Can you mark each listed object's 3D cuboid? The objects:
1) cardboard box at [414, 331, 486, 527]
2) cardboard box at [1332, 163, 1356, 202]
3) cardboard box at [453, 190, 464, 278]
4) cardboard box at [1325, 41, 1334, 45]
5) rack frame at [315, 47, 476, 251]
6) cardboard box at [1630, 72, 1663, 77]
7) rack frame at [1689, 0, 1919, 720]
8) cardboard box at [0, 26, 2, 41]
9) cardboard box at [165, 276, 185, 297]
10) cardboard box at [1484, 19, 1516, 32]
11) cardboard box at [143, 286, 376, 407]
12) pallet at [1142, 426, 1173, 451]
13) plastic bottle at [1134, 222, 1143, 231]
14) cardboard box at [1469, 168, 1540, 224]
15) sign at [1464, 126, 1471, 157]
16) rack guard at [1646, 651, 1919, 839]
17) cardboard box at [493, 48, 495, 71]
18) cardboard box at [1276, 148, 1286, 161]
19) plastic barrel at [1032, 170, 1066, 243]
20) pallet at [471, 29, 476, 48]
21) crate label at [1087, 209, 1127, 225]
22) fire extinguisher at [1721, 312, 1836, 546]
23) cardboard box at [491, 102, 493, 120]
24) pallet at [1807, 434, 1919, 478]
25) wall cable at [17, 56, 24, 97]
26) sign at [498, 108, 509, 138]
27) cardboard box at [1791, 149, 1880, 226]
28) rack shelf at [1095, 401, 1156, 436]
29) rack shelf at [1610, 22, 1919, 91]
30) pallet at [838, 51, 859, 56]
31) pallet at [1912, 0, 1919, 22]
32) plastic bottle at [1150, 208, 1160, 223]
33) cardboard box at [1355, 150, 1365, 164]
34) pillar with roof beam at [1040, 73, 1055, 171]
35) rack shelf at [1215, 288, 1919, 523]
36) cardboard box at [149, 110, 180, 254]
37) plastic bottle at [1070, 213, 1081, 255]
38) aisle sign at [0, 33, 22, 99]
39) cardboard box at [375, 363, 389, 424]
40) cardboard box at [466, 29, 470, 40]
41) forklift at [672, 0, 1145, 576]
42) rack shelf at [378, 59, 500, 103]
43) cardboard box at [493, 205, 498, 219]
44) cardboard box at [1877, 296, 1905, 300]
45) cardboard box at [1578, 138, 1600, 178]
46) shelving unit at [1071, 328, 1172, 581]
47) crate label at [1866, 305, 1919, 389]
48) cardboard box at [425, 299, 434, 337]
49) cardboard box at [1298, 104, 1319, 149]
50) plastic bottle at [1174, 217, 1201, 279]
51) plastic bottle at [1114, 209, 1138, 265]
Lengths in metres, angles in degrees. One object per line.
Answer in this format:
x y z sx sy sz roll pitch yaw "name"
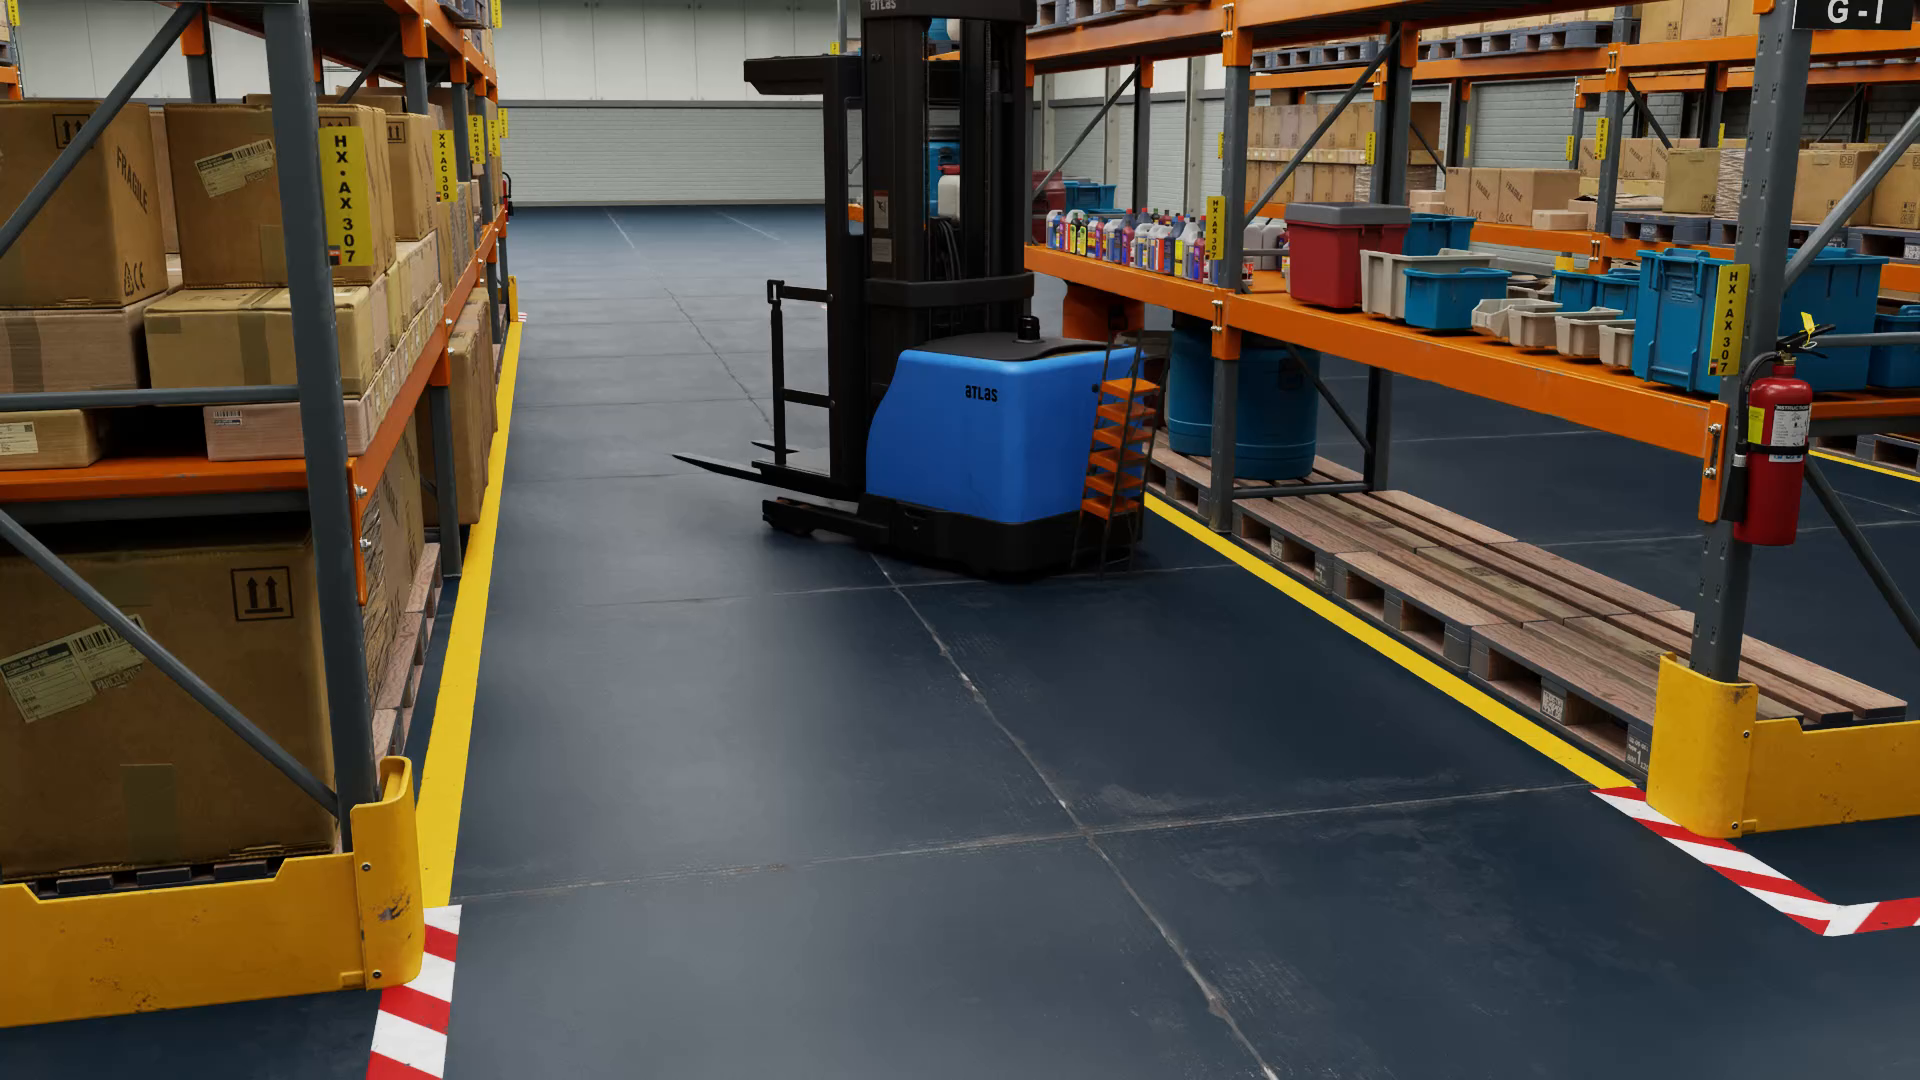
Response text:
-3.114 -0.571 8.537 1.225 0.875 0.875 -3 14 -13 "cardboard box"
4.567 -3.922 18.448 0.700 0.500 0.500 -3 14 -14 "cardboard box"
-3.171 -1.772 9.648 0.500 0.500 0.500 -3 14 -12 "cardboard box"
4.543 -5.816 18.694 0.797 0.503 0.637 -2 14 -7 "cardboard box"
-3.883 -2.176 11.512 1.000 3.000 0.127 -3 14 -13 "rack frame"
8.735 -6.028 20.708 0.500 0.500 0.500 -3 14 -11 "cardboard box"
2.810 -0.606 5.088 1.000 3.000 0.127 -3 14 -13 "rack frame"
-10.141 -5.240 17.167 0.380 0.149 0.250 -3 14 -13 "cardboard box"
-2.495 -0.616 4.816 0.500 0.250 0.500 -4 14 -14 "cardboard box"
5.197 -4.793 15.338 0.500 0.250 0.500 -5 14 -18 "cardboard box"
-1.855 -0.527 4.455 0.500 0.250 0.500 -4 14 -15 "cardboard box"
1.440 -0.637 11.088 1.003 0.211 1.213 -3 14 -13 "pallet"
1.147 -1.884 10.589 0.097 0.271 0.097 0 14 0 "plastic bottle"
5.213 -3.283 15.834 0.500 0.500 0.500 -3 14 -13 "cardboard box"
5.332 -4.206 17.550 0.100 0.325 0.005 -3 14 -13 "sign"
2.828 0.613 5.365 1.175 0.500 0.348 -3 14 -13 "rack guard"
-5.402 -5.308 18.330 0.500 0.250 0.500 -3 14 -12 "cardboard box"
3.995 -4.596 19.839 0.380 0.149 0.250 -4 14 -15 "cardboard box"
0.528 -2.608 12.995 0.600 0.536 0.708 -3 14 -13 "plastic barrel"
-4.535 -4.077 13.369 1.213 0.211 1.003 -3 14 -13 "pallet"
1.196 -2.488 13.145 0.303 0.233 0.416 -3 14 -13 "crate label"
2.404 -0.327 4.895 0.296 0.674 0.183 -3 14 -13 "fire extinguisher"
-5.045 -4.240 17.019 0.500 0.500 0.500 -3 14 -13 "cardboard box"
6.458 -0.635 11.082 1.003 0.211 1.213 -3 14 -13 "pallet"
-27.384 -12.060 45.874 3.097 2.526 0.112 -3 14 -13 "wall cable"
-5.218 -4.763 18.999 0.100 0.325 0.005 -3 14 -13 "sign"
6.211 -2.461 11.584 0.700 0.500 0.500 -7 16 -27 "cardboard box"
0.800 -0.588 7.963 0.258 0.103 0.180 -13 29 -43 "rack shelf"
6.216 -3.373 11.609 1.077 0.370 4.000 -3 14 -13 "rack shelf"
-0.849 -5.466 19.059 1.003 0.211 1.213 -3 14 -13 "pallet"
6.601 -3.324 10.289 1.213 0.211 1.003 -3 14 -13 "pallet"
1.441 -2.325 12.371 0.061 0.283 0.133 -3 14 -13 "plastic bottle"
4.479 -4.121 17.898 0.380 0.149 0.250 -4 14 -14 "cardboard box"
-1.543 -14.331 48.626 9.100 9.000 0.400 -3 14 -13 "pillar with roof beam"
2.340 -0.718 7.062 1.077 0.370 4.000 -3 14 -13 "rack shelf"
-2.845 -1.330 6.161 0.500 0.500 0.500 -4 14 -15 "cardboard box"
0.814 -2.137 11.599 0.061 0.283 0.133 -3 14 -13 "plastic bottle"
-10.332 -5.064 17.856 0.394 0.787 0.004 -3 14 -13 "aisle sign"
-1.889 -0.426 4.882 0.380 0.149 0.250 -4 14 -15 "cardboard box"
-3.866 -3.801 12.160 0.500 0.250 0.500 -3 14 -12 "cardboard box"
-0.447 -1.529 9.011 3.031 2.935 1.130 13 19 43 "forklift"
-5.292 -4.667 16.907 1.077 0.370 4.000 -3 14 -13 "rack shelf"
-4.799 -3.274 16.538 0.380 0.149 0.250 -3 14 -13 "cardboard box"
6.456 -1.639 12.077 0.500 0.250 0.500 -4 14 -14 "cardboard box"
8.502 -5.024 21.863 0.500 0.500 0.500 -3 14 -13 "cardboard box"
0.775 -0.407 8.033 0.258 1.200 0.189 -13 29 -43 "shelving unit"
3.072 -0.629 5.409 0.416 0.233 0.303 -3 14 -13 "crate label"
-2.373 -0.901 6.823 0.380 0.149 0.250 -3 14 -12 "cardboard box"
4.343 -4.778 19.219 0.700 0.500 0.500 -3 14 -13 "cardboard box"
1.337 -1.699 9.664 0.144 0.351 0.185 -3 14 -13 "plastic bottle"
1.078 -1.953 10.704 0.144 0.351 0.185 -3 14 -13 "plastic bottle"
